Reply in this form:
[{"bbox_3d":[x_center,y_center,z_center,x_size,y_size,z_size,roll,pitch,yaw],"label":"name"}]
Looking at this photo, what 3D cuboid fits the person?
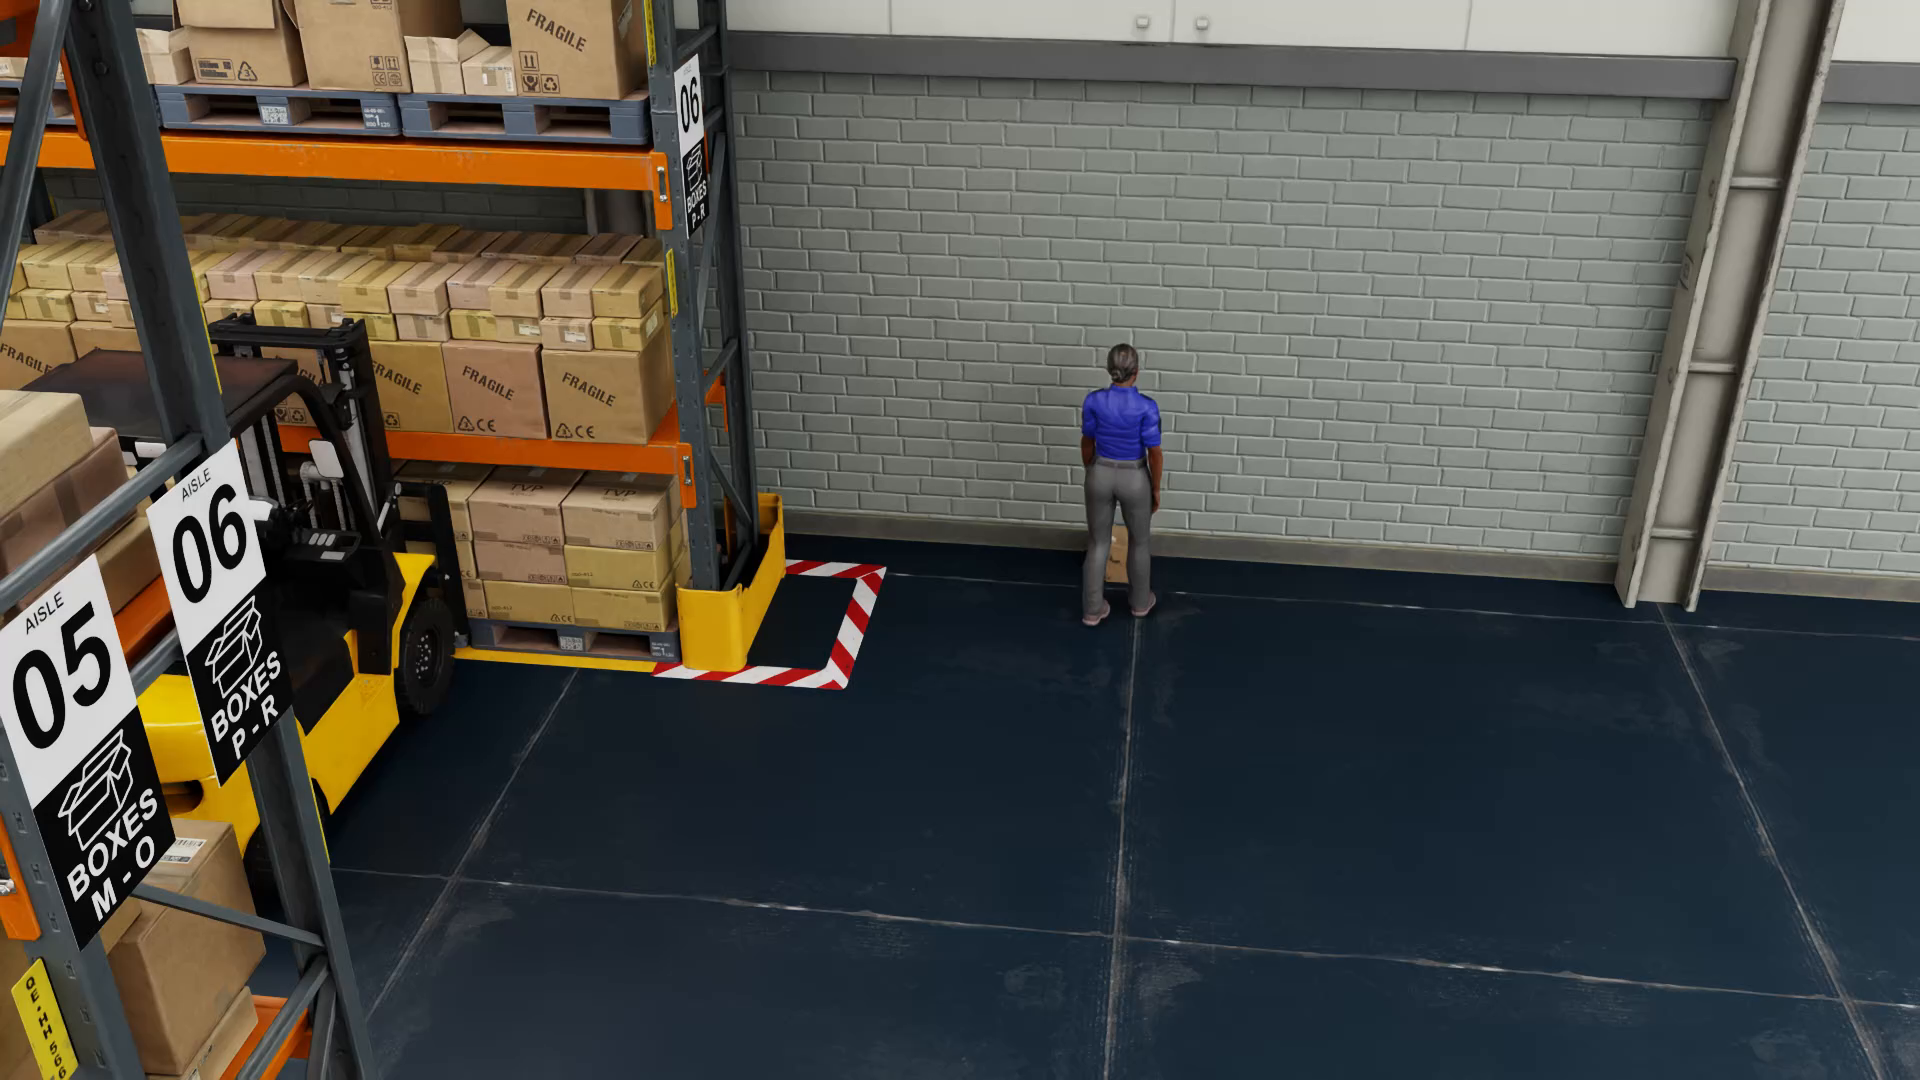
[{"bbox_3d":[0.884,-0.306,9.175,0.461,1.668,0.494,7,29,13],"label":"person"}]
